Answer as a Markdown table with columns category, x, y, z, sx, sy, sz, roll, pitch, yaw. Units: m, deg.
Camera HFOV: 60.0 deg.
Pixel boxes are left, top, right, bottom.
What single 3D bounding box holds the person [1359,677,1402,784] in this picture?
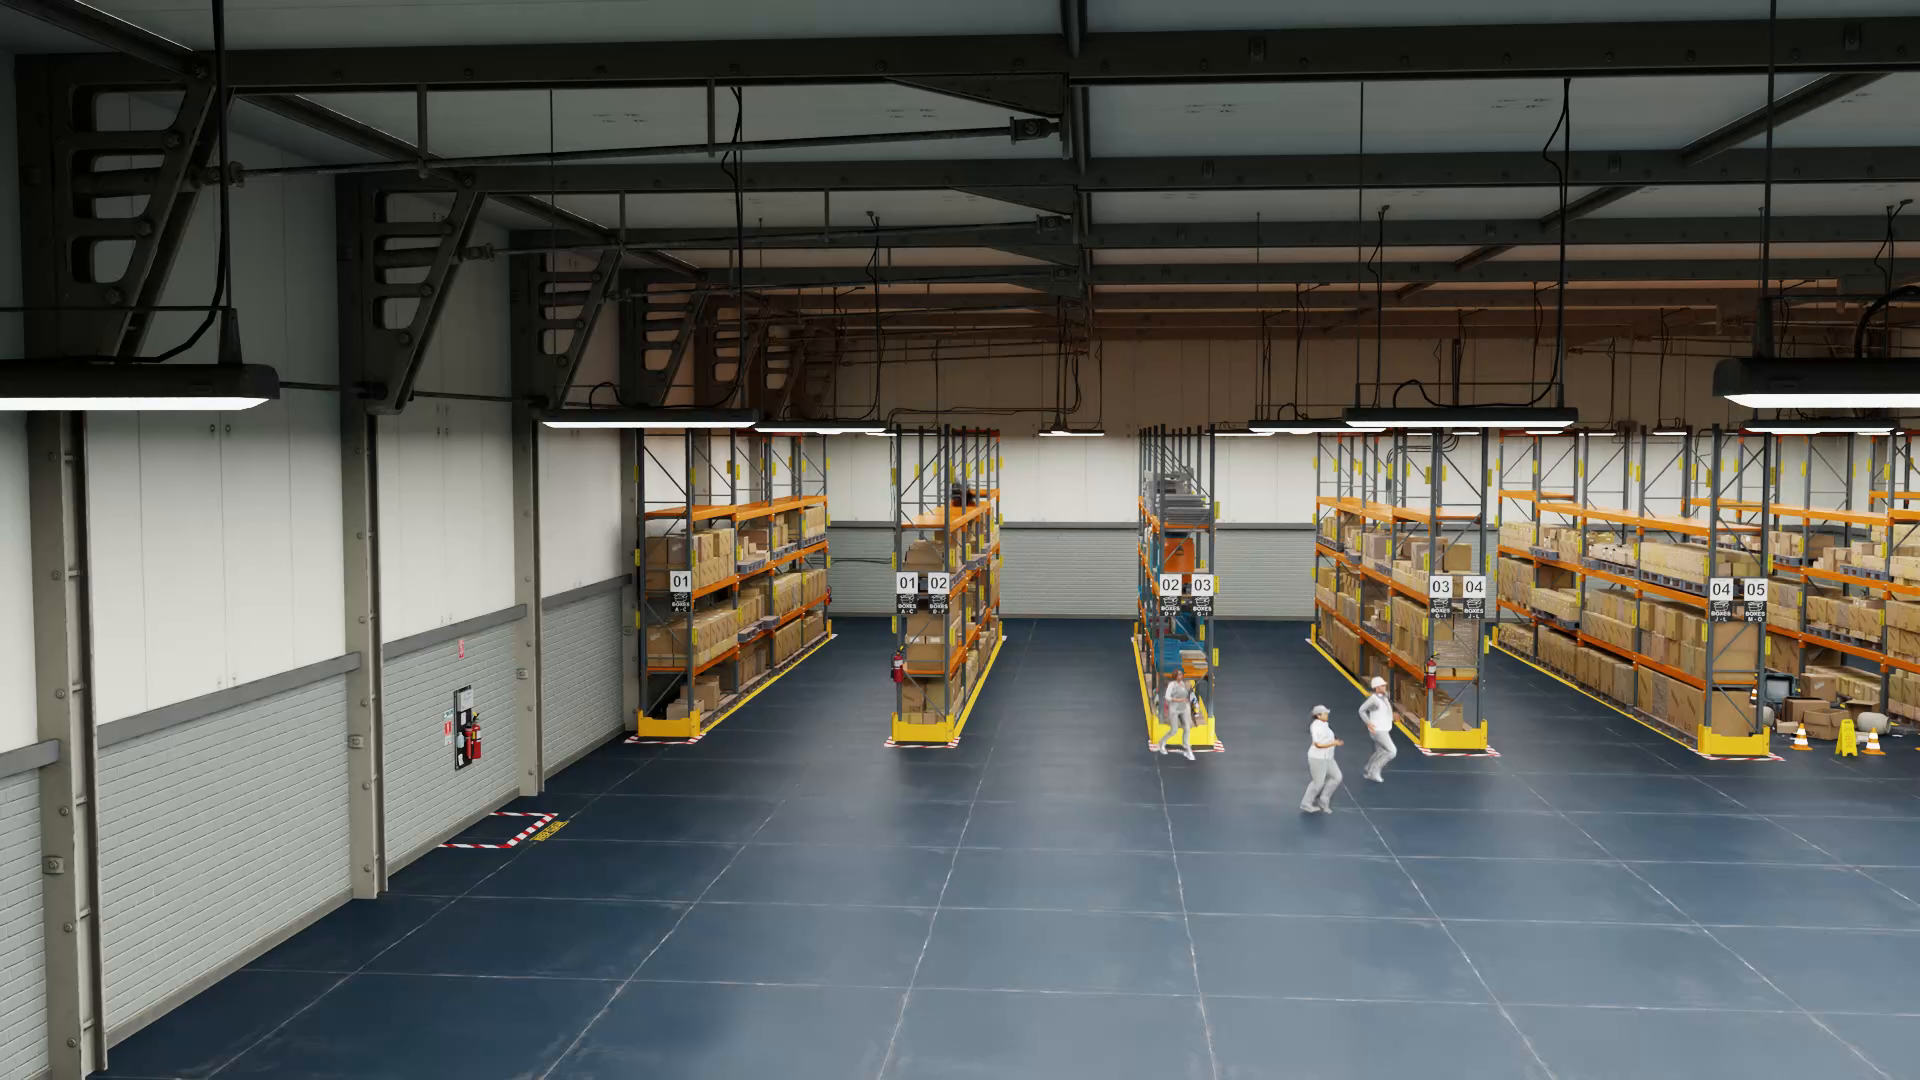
| category | x | y | z | sx | sy | sz | roll | pitch | yaw |
| --- | --- | --- | --- | --- | --- | --- | --- | --- | --- |
| person | 7.000 | 3.157 | 27.605 | 0.672 | 1.750 | 0.639 | 2 | 4 | 33 |

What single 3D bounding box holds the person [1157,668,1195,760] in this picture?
| category | x | y | z | sx | sy | sz | roll | pitch | yaw |
| --- | --- | --- | --- | --- | --- | --- | --- | --- | --- |
| person | 3.872 | 3.100 | 29.757 | 0.544 | 1.609 | 0.780 | -3 | 5 | -40 |

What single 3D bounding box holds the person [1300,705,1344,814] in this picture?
| category | x | y | z | sx | sy | sz | roll | pitch | yaw |
| --- | --- | --- | --- | --- | --- | --- | --- | --- | --- |
| person | 5.531 | 3.360 | 25.341 | 0.661 | 1.695 | 0.586 | 2 | 4 | 27 |
